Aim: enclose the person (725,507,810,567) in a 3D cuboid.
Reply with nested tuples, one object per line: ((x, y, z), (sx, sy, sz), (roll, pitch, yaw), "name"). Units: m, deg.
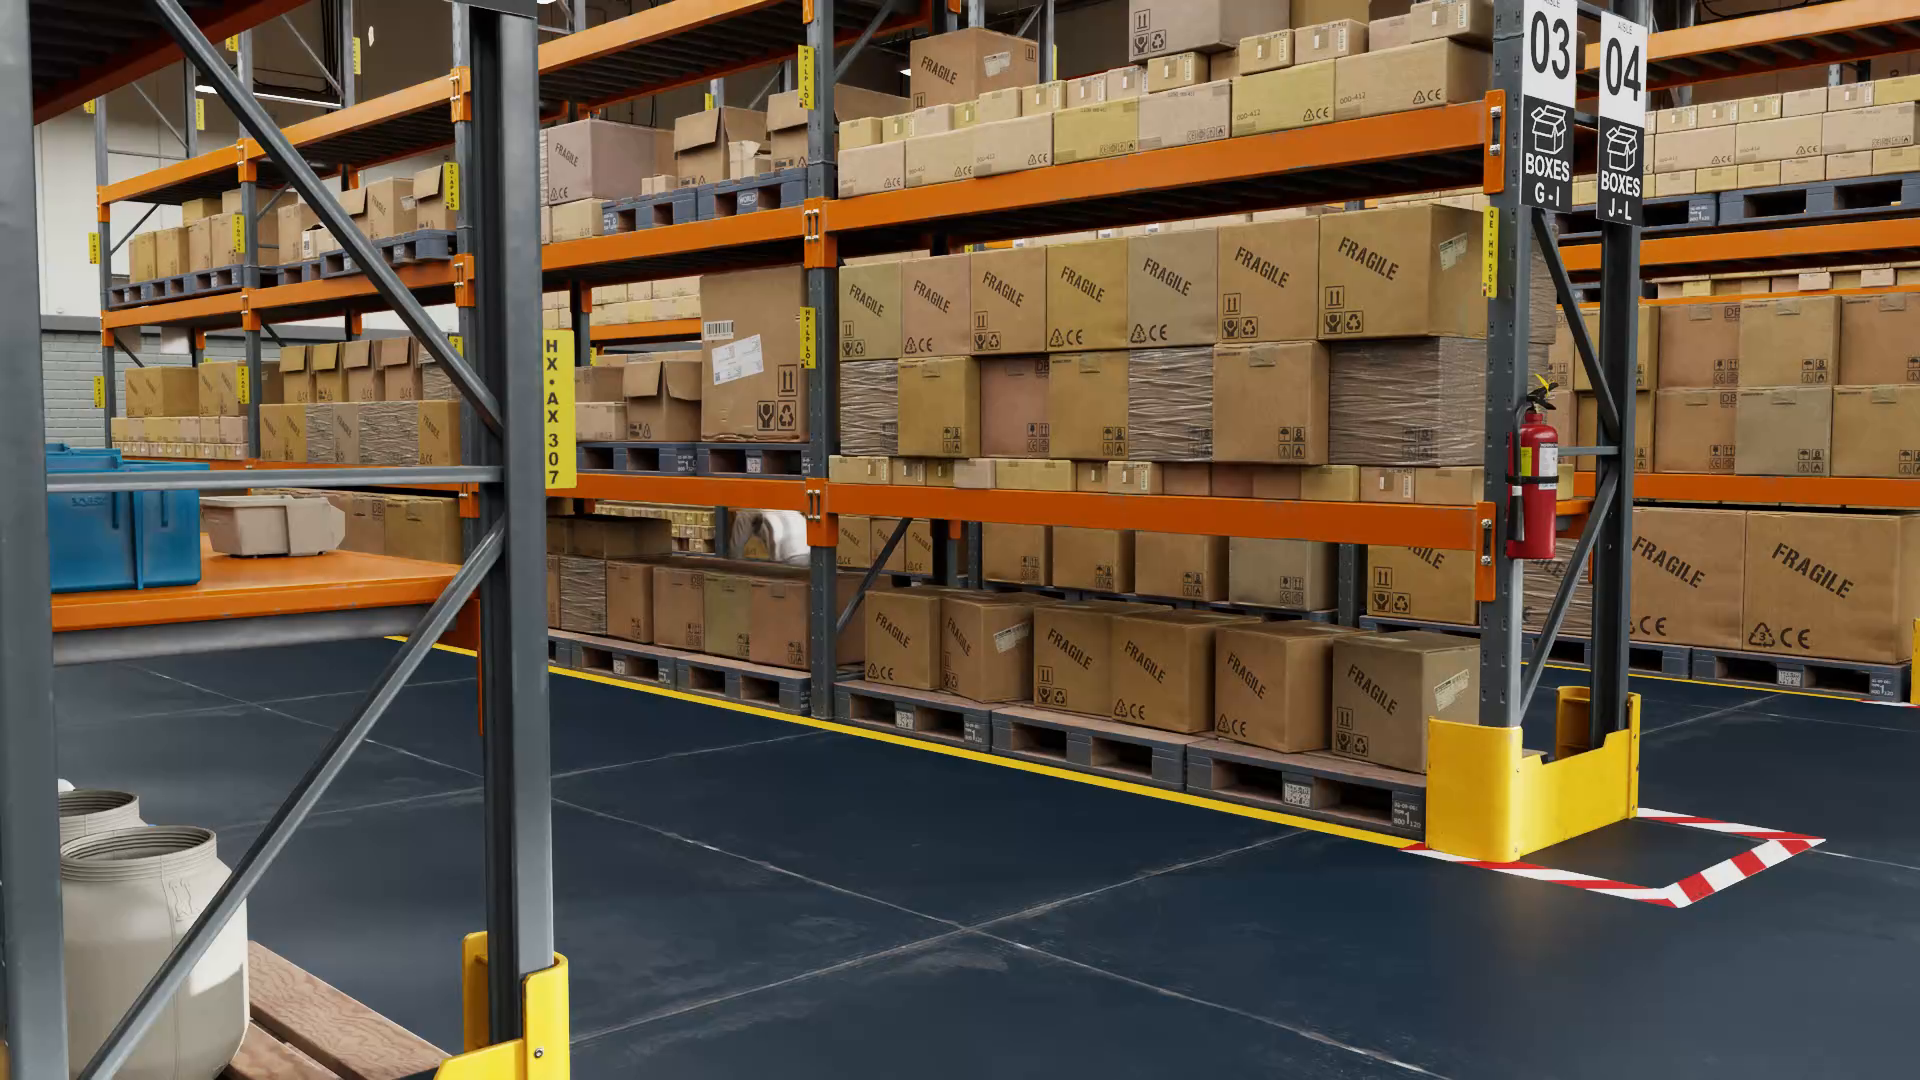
((-1.415, 0.242, 12.470), (0.545, 1.039, 0.870), (-4, 5, -44), "person")
